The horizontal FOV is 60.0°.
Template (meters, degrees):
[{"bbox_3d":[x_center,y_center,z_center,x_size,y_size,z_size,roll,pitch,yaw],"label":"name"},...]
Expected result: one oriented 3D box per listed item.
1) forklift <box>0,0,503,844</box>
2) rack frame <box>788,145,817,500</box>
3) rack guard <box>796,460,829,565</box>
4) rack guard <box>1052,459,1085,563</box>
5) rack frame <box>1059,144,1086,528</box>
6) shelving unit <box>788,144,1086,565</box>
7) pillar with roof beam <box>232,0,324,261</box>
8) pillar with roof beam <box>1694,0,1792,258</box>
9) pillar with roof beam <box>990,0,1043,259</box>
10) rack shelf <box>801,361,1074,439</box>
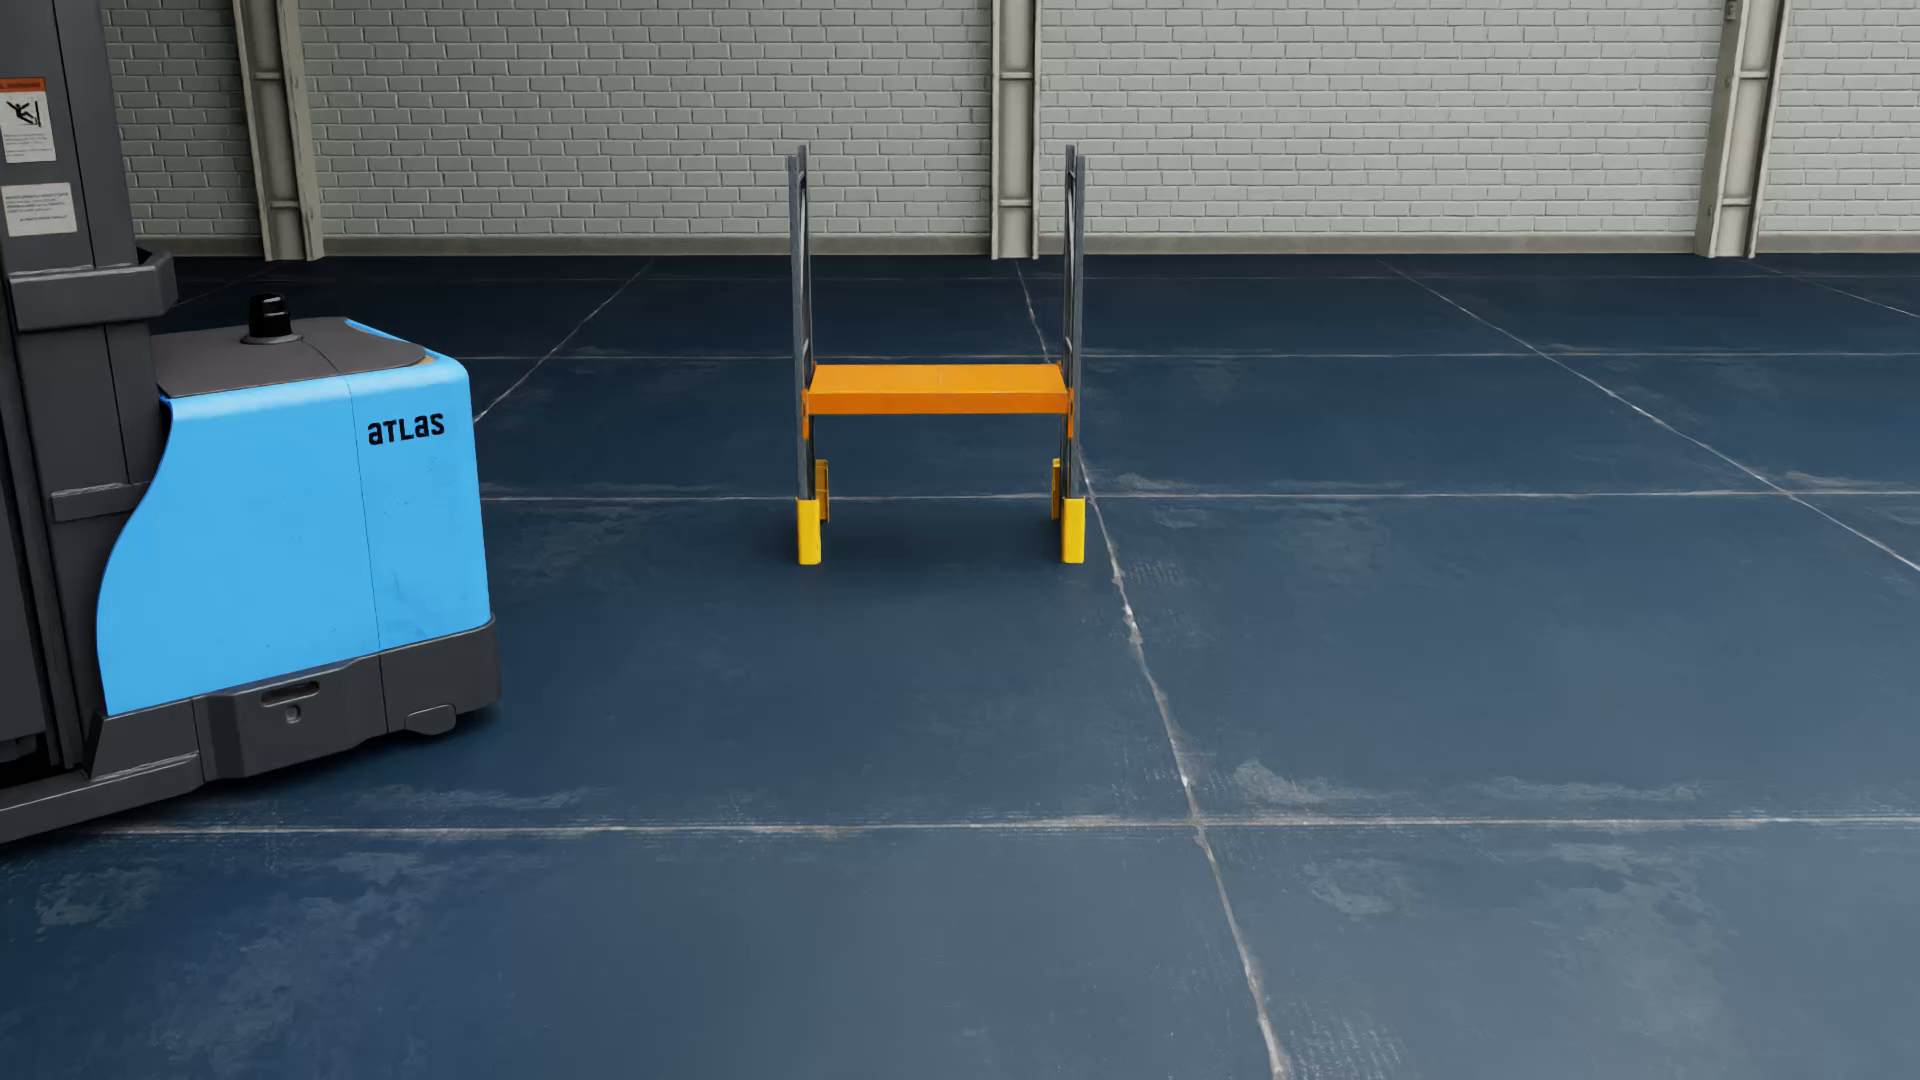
[{"bbox_3d":[-2.803,-0.691,3.903,3.031,2.935,1.130,-14,23,-37],"label":"forklift"},{"bbox_3d":[-0.594,-0.711,6.310,0.032,1.500,0.500,0,18,-1],"label":"rack frame"},{"bbox_3d":[-0.574,-0.116,6.501,0.087,0.250,0.587,0,18,-1],"label":"rack guard"},{"bbox_3d":[0.422,-0.121,6.516,0.087,0.250,0.587,0,18,-1],"label":"rack guard"},{"bbox_3d":[0.423,-0.716,6.325,0.032,1.500,0.500,0,18,-1],"label":"rack frame"},{"bbox_3d":[-0.076,-0.714,6.317,1.083,1.500,0.587,0,18,-1],"label":"shelving unit"},{"bbox_3d":[-5.477,-5.322,8.405,0.400,9.000,9.100,0,18,-1],"label":"pillar with roof beam"},{"bbox_3d":[6.521,-5.380,8.585,0.400,9.000,9.100,0,18,-1],"label":"pillar with roof beam"},{"bbox_3d":[0.522,-5.351,8.495,0.400,9.000,9.100,0,18,-1],"label":"pillar with roof beam"},{"bbox_3d":[-0.085,-0.542,6.372,1.000,0.185,0.538,0,18,-1],"label":"rack shelf"}]
